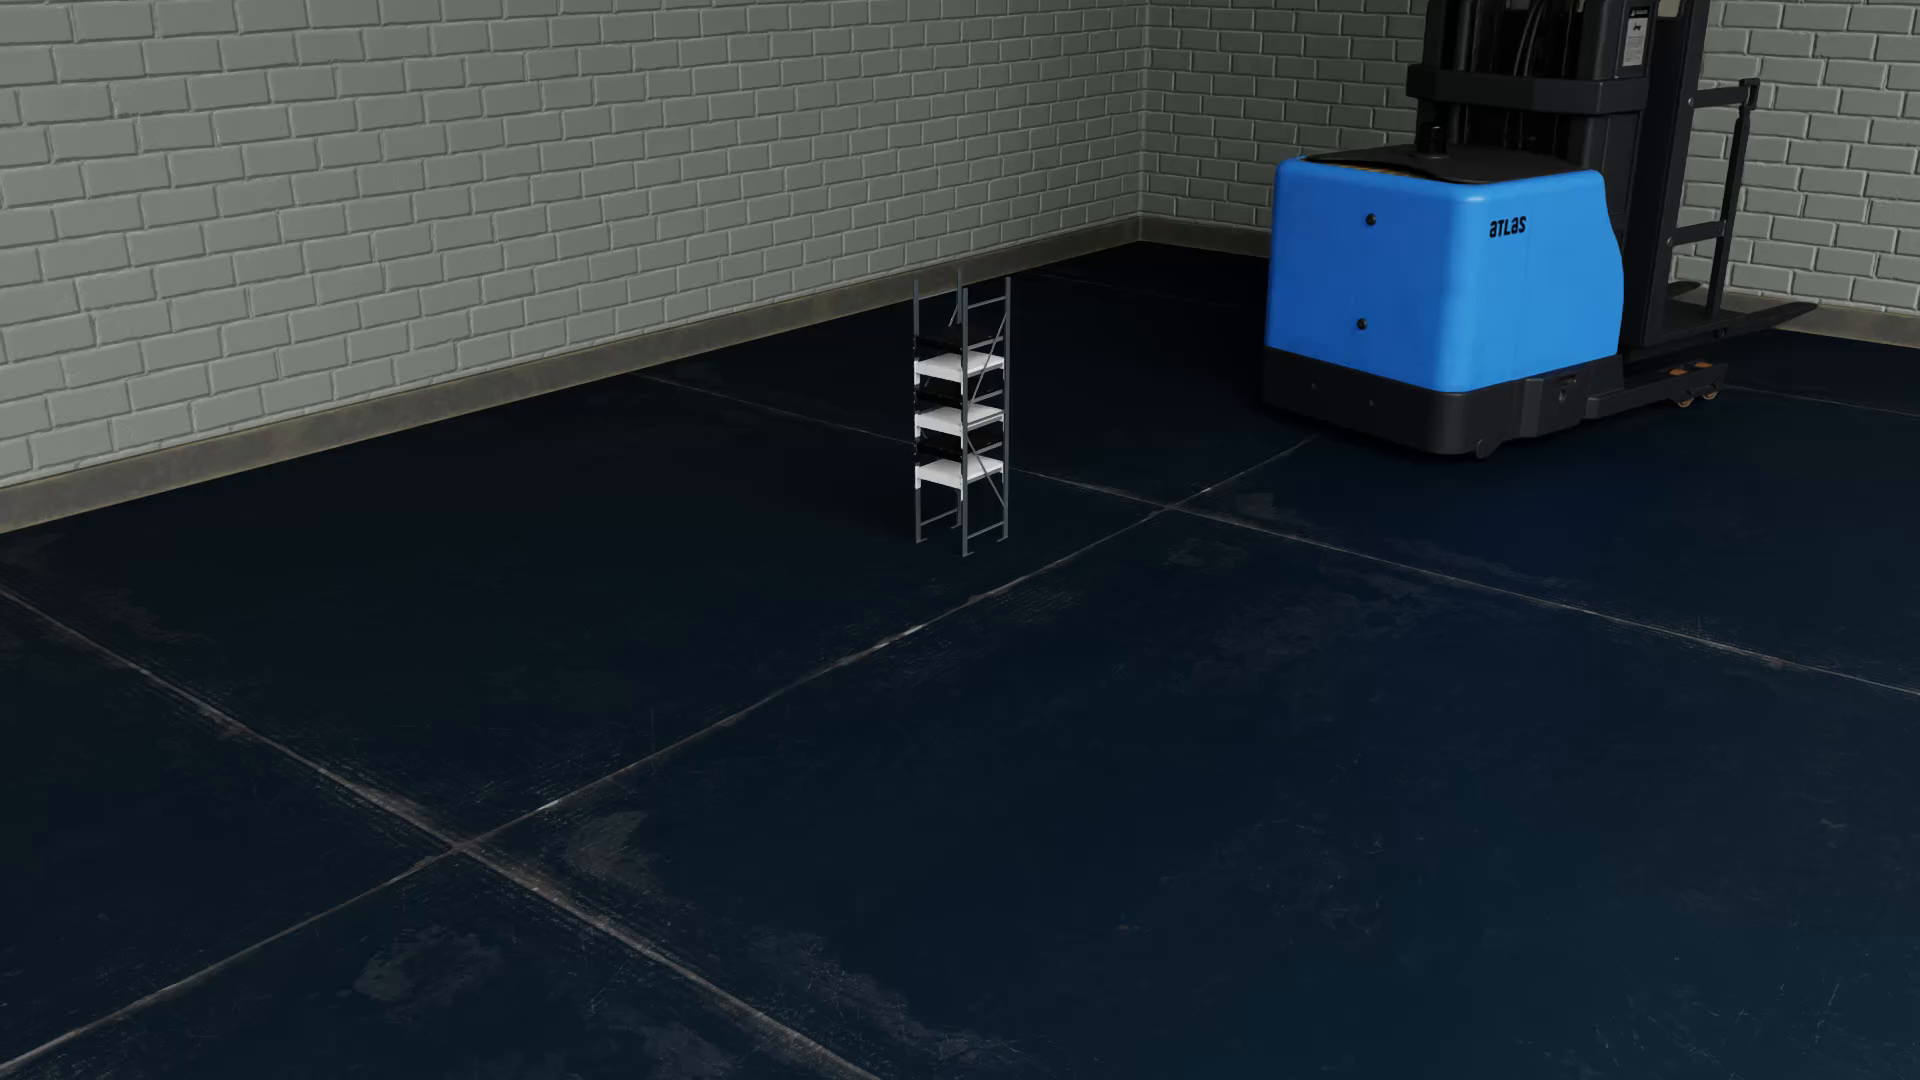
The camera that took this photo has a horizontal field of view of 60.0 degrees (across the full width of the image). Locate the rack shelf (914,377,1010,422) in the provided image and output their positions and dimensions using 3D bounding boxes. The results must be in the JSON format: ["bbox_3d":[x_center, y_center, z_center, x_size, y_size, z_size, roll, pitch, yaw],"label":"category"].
[{"bbox_3d":[0.006,-0.472,5.485,0.200,0.077,0.258,16,26,36],"label":"rack shelf"}]

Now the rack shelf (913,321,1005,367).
[{"bbox_3d":[0.006,-0.641,5.421,0.200,0.077,0.258,16,26,36],"label":"rack shelf"}]

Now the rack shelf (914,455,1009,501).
[{"bbox_3d":[0.006,-0.220,5.580,0.200,0.077,0.258,16,26,36],"label":"rack shelf"}]

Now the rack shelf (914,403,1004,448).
[{"bbox_3d":[0.006,-0.388,5.516,0.200,0.077,0.258,16,26,36],"label":"rack shelf"}]

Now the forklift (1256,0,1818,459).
[{"bbox_3d":[2.743,-2.078,7.026,3.031,2.935,1.130,-15,25,-34],"label":"forklift"}]

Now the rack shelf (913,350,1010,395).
[{"bbox_3d":[0.006,-0.556,5.453,0.200,0.077,0.258,16,26,36],"label":"rack shelf"}]

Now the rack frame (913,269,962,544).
[{"bbox_3d":[-0.072,-0.442,5.565,0.006,0.900,0.240,16,26,36],"label":"rack frame"}]

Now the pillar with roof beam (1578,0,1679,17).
[{"bbox_3d":[0.678,-4.294,4.301,0.400,9.000,9.100,16,26,36],"label":"pillar with roof beam"}]

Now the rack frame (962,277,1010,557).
[{"bbox_3d":[0.085,-0.397,5.444,0.006,0.900,0.240,16,26,36],"label":"rack frame"}]

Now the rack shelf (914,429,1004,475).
[{"bbox_3d":[0.006,-0.304,5.548,0.200,0.077,0.258,16,26,36],"label":"rack shelf"}]

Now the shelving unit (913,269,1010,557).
[{"bbox_3d":[0.006,-0.419,5.505,0.210,0.900,0.258,16,26,36],"label":"shelving unit"}]
